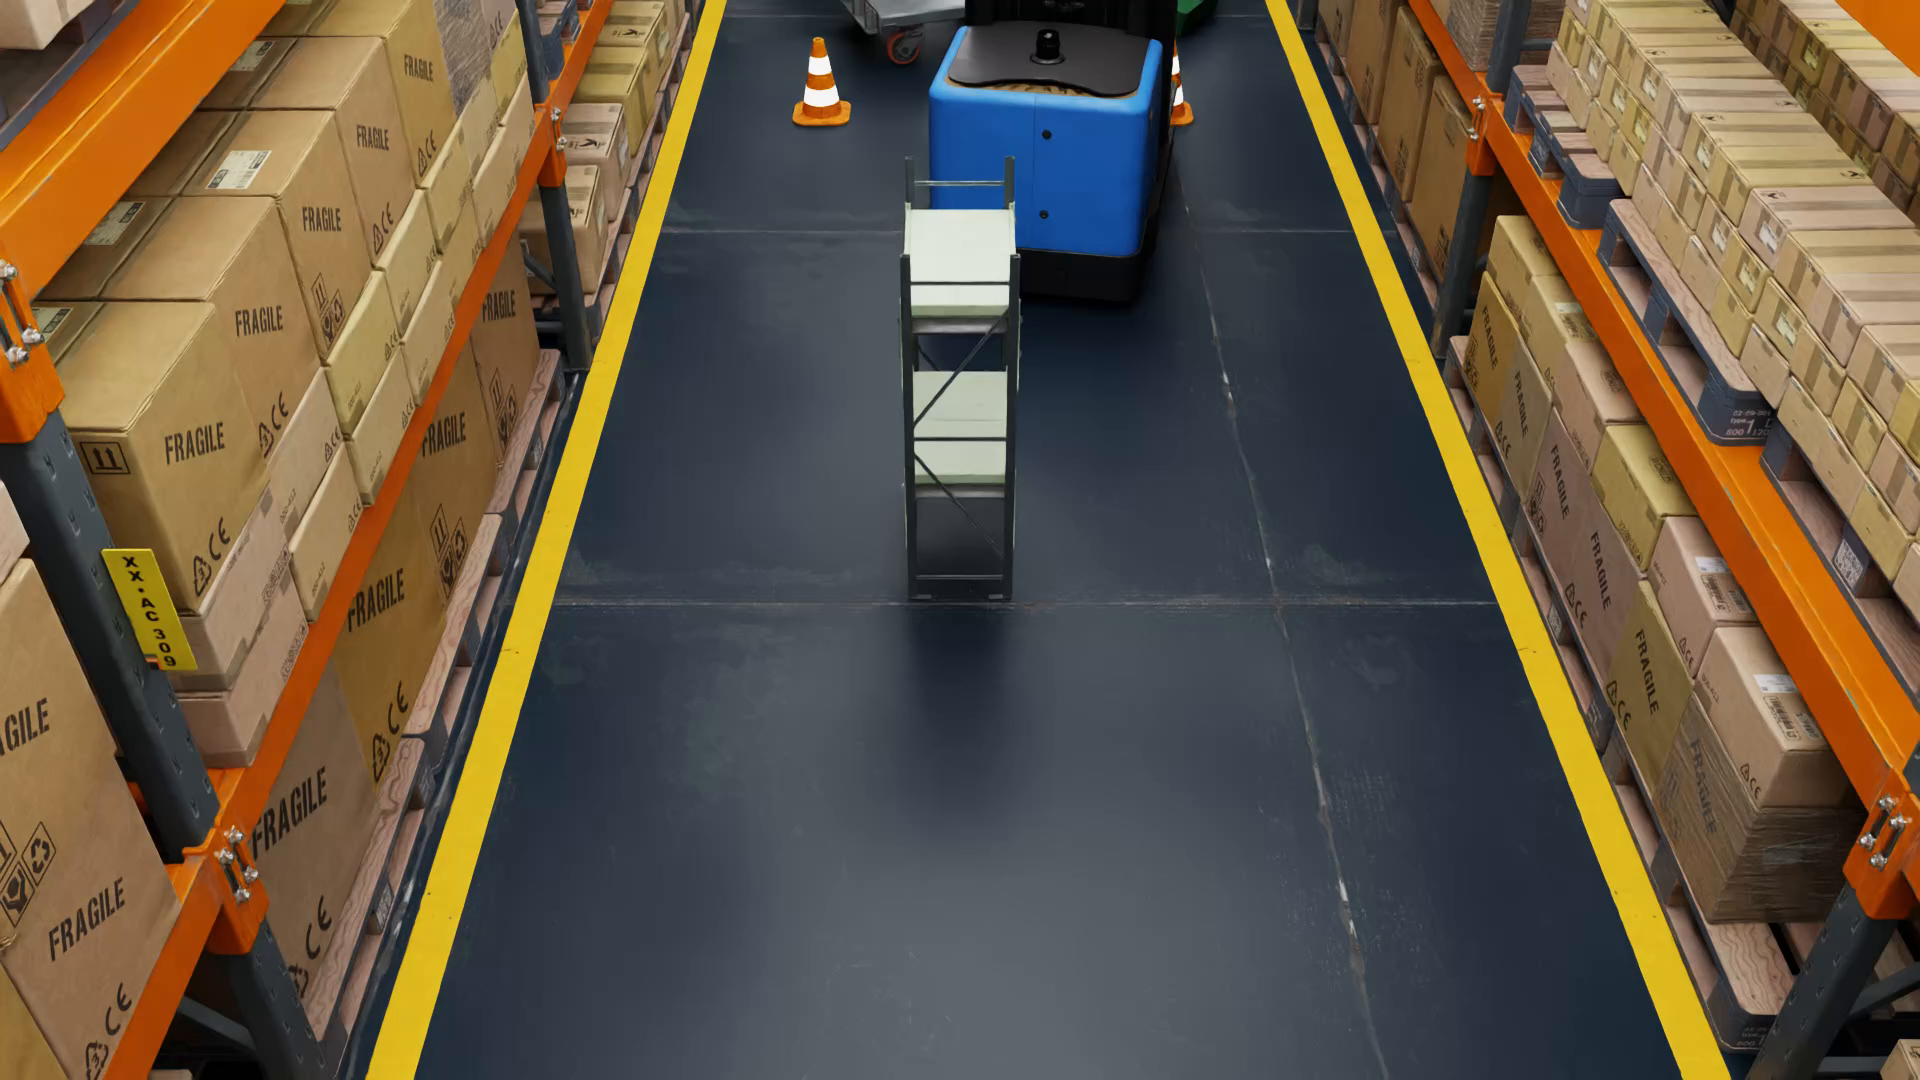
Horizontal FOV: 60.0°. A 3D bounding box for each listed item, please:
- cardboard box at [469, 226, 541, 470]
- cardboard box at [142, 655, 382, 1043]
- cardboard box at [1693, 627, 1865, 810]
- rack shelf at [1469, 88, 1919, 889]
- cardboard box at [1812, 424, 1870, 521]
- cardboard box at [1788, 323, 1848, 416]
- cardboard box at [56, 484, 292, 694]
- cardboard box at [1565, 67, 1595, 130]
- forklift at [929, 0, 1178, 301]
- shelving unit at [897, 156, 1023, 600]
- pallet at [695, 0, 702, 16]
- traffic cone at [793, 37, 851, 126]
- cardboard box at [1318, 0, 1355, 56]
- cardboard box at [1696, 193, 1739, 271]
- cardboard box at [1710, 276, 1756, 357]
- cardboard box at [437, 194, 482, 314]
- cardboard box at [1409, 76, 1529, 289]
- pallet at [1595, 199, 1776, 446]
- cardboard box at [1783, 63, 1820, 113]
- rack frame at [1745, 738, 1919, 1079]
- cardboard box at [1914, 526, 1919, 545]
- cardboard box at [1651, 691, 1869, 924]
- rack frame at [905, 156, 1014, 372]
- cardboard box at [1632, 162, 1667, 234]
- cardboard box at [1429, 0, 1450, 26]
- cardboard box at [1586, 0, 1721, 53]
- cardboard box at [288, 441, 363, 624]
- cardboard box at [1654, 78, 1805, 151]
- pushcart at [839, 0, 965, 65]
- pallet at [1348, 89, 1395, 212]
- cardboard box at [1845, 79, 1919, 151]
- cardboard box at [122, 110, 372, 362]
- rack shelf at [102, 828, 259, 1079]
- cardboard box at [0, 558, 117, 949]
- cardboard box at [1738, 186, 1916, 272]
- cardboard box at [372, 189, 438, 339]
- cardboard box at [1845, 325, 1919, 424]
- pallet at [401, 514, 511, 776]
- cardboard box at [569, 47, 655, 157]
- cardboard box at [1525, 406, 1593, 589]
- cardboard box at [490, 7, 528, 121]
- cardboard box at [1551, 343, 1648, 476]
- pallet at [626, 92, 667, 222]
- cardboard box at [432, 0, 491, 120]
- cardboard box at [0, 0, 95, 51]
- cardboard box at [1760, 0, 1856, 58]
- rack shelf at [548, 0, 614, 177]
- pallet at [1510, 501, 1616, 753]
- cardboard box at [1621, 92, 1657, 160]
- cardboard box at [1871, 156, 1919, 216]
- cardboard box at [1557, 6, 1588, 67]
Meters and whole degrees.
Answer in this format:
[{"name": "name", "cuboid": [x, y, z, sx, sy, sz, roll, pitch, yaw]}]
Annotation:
[{"name": "cardboard box", "cuboid": [-2.303, -0.888, 6.823, 0.875, 0.875, 0.875, 0, 39, 0]}, {"name": "cardboard box", "cuboid": [-2.297, 0.794, 4.724, 0.875, 0.875, 0.875, 1, 39, 1]}, {"name": "cardboard box", "cuboid": [2.480, 0.503, 4.787, 0.500, 0.250, 0.500, -1, 39, -1]}, {"name": "rack shelf", "cuboid": [2.732, -0.520, 5.576, 1.077, 0.370, 4.000, 0, 39, 0]}, {"name": "cardboard box", "cuboid": [2.536, -0.183, 4.445, 0.380, 0.149, 0.250, 0, 39, 0]}, {"name": "cardboard box", "cuboid": [2.532, -0.472, 4.568, 0.380, 0.149, 0.250, -1, 39, -2]}, {"name": "cardboard box", "cuboid": [-1.935, 0.104, 3.941, 0.500, 0.250, 0.500, -1, 39, -1]}, {"name": "cardboard box", "cuboid": [2.528, -1.670, 6.300, 0.380, 0.149, 0.250, 2, 39, 2]}, {"name": "forklift", "cuboid": [0.613, -3.229, 8.435, 1.130, 2.935, 3.031, 7, 39, 8]}, {"name": "shelving unit", "cuboid": [0.000, -0.589, 6.286, 0.431, 1.500, 0.755, 0, 39, 0]}, {"name": "pallet", "cuboid": [-2.261, -3.818, 11.346, 1.003, 0.211, 1.213, 0, 39, 0]}, {"name": "traffic cone", "cuboid": [-0.824, -2.722, 9.777, 0.336, 0.463, 0.334, 0, 39, 0]}, {"name": "cardboard box", "cuboid": [2.815, -3.451, 10.121, 1.050, 0.750, 0.750, 0, 39, 0]}, {"name": "cardboard box", "cuboid": [2.536, -0.957, 5.173, 0.380, 0.149, 0.250, 1, 39, 2]}, {"name": "cardboard box", "cuboid": [2.531, -0.679, 5.064, 0.380, 0.149, 0.250, 2, 39, 2]}, {"name": "cardboard box", "cuboid": [-1.960, -0.976, 5.689, 0.500, 0.250, 0.500, 0, 39, -1]}, {"name": "cardboard box", "cuboid": [2.819, -1.719, 7.959, 1.050, 0.750, 0.750, -1, 39, -1]}, {"name": "pallet", "cuboid": [2.772, -0.739, 5.427, 1.003, 0.211, 1.213, 0, 39, 0]}, {"name": "cardboard box", "cuboid": [3.190, -1.594, 5.967, 0.380, 0.149, 0.250, 1, 39, 1]}, {"name": "rack frame", "cuboid": [2.737, 0.450, 3.790, 0.949, 2.616, 0.053, 0, 39, 0]}, {"name": "cardboard box", "cuboid": [2.536, 0.019, 3.955, 0.380, 0.149, 0.250, 1, 39, 1]}, {"name": "cardboard box", "cuboid": [2.481, 0.798, 5.018, 0.500, 0.500, 0.500, -1, 39, -1]}, {"name": "rack frame", "cuboid": [0.000, -0.818, 6.572, 0.400, 1.500, 0.023, 0, 39, 0]}, {"name": "cardboard box", "cuboid": [2.533, -1.166, 5.671, 0.380, 0.149, 0.250, 1, 39, 1]}, {"name": "cardboard box", "cuboid": [2.461, -2.684, 7.621, 0.500, 0.500, 0.500, 0, 39, 0]}, {"name": "cardboard box", "cuboid": [2.539, -1.893, 6.102, 0.380, 0.149, 0.250, -1, 39, -1]}, {"name": "cardboard box", "cuboid": [-1.955, -0.024, 4.501, 0.500, 0.250, 0.500, -1, 39, -1]}, {"name": "cardboard box", "cuboid": [2.537, -1.404, 5.493, 0.380, 0.149, 0.250, 2, 39, 2]}, {"name": "pushcart", "cuboid": [0.055, -3.496, 10.811, 1.648, 0.377, 0.936, -13, 40, -16]}, {"name": "pallet", "cuboid": [2.805, -2.218, 9.349, 1.003, 0.211, 1.213, 0, 39, 0]}, {"name": "cardboard box", "cuboid": [3.185, -1.405, 5.494, 0.380, 0.149, 0.250, 0, 39, 0]}, {"name": "cardboard box", "cuboid": [-1.955, -0.820, 4.495, 0.500, 0.500, 0.500, -1, 39, -1]}, {"name": "rack shelf", "cuboid": [-2.214, 2.048, 2.371, 1.077, 0.370, 4.000, 0, 39, 0]}, {"name": "cardboard box", "cuboid": [-1.939, 0.382, 2.995, 0.500, 0.500, 0.500, 0, 39, 0]}, {"name": "cardboard box", "cuboid": [2.537, -0.914, 4.882, 0.380, 0.149, 0.250, -2, 39, -2]}, {"name": "cardboard box", "cuboid": [-1.940, -0.853, 5.137, 0.500, 0.250, 0.500, -1, 39, -1]}, {"name": "cardboard box", "cuboid": [2.539, -0.429, 4.276, 0.380, 0.149, 0.250, -1, 39, -1]}, {"name": "pallet", "cuboid": [-2.297, 0.357, 6.136, 1.003, 0.211, 1.213, 0, 39, 0]}, {"name": "cardboard box", "cuboid": [-2.215, -2.413, 9.127, 0.950, 0.372, 0.625, 1, 39, 1]}, {"name": "cardboard box", "cuboid": [2.484, -0.162, 6.217, 0.500, 0.500, 0.500, -1, 39, -1]}, {"name": "cardboard box", "cuboid": [-1.966, -1.819, 6.341, 0.500, 0.250, 0.500, 0, 39, 0]}, {"name": "cardboard box", "cuboid": [2.476, -0.475, 6.007, 0.500, 0.250, 0.500, 0, 39, 0]}, {"name": "pallet", "cuboid": [-2.219, -2.147, 9.260, 1.003, 0.211, 1.213, 0, 39, 0]}, {"name": "cardboard box", "cuboid": [-1.950, -1.770, 5.681, 0.500, 0.500, 0.500, 1, 39, 1]}, {"name": "cardboard box", "cuboid": [-1.867, -1.079, 3.071, 0.396, 0.266, 0.258, 0, 39, 0]}, {"name": "cardboard box", "cuboid": [3.186, -1.887, 6.095, 0.380, 0.149, 0.250, 0, 39, -1]}, {"name": "rack shelf", "cuboid": [-2.223, -2.955, 8.614, 1.077, 0.370, 4.000, 0, 39, 0]}, {"name": "pallet", "cuboid": [2.727, 0.286, 6.224, 1.003, 0.211, 1.213, 0, 39, 0]}, {"name": "cardboard box", "cuboid": [2.536, -1.437, 5.772, 0.380, 0.149, 0.250, 0, 39, 0]}, {"name": "cardboard box", "cuboid": [3.189, -1.119, 5.374, 0.380, 0.149, 0.250, 1, 39, 1]}, {"name": "cardboard box", "cuboid": [2.529, -1.931, 6.389, 0.380, 0.149, 0.250, 2, 39, 2]}]
